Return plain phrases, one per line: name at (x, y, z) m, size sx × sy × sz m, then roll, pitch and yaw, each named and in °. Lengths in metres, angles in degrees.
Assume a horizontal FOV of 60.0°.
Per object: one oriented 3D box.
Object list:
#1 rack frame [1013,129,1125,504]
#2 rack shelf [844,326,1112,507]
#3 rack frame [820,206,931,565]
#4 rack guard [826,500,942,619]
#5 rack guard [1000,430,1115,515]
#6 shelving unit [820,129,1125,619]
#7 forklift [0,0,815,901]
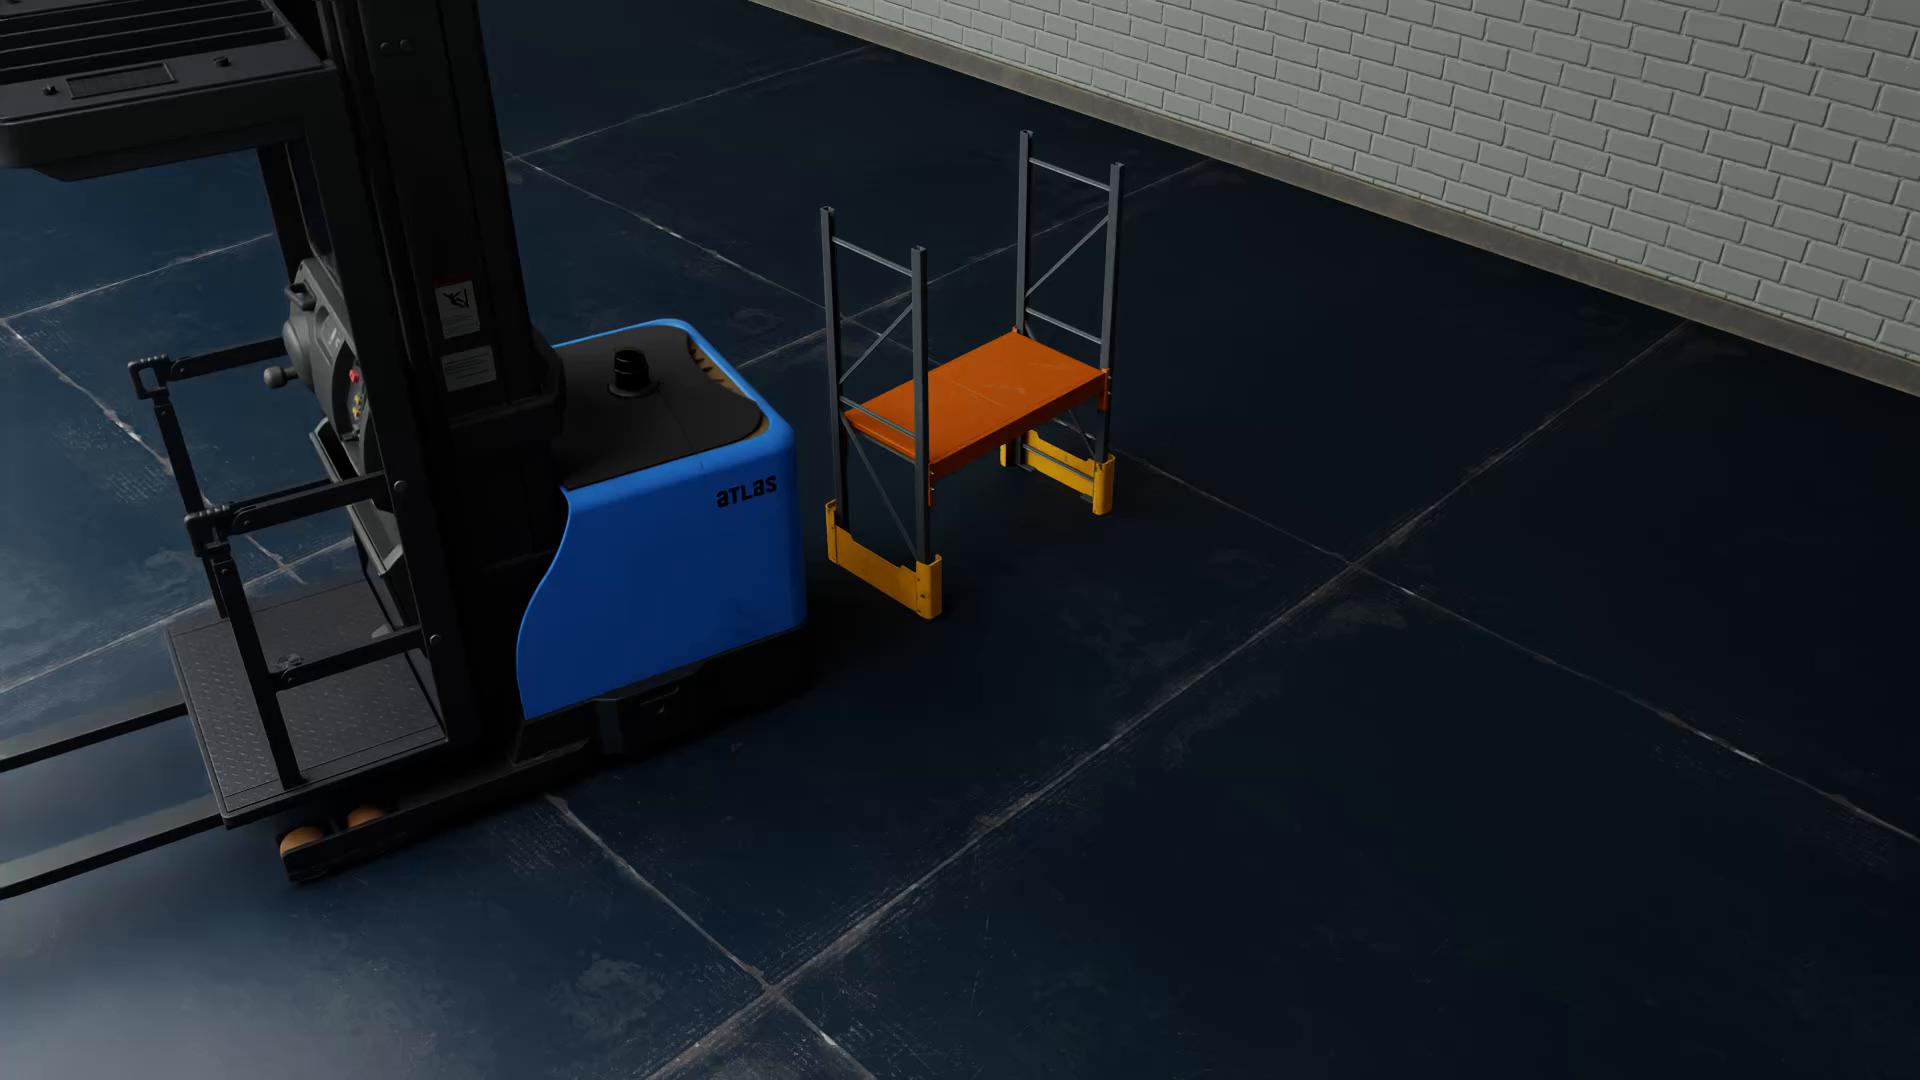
rack frame at (0.418, -0.856, 6.667) m, size 0.500 × 1.500 × 0.032 m, roll 30°, pitch 45°, yaw 35°
rack shelf at (0.060, -0.502, 6.474) m, size 0.538 × 0.185 × 1.000 m, roll 30°, pitch 45°, yaw 35°
rack frame at (-0.298, -0.443, 6.075) m, size 0.500 × 1.500 × 0.032 m, roll 30°, pitch 45°, yaw 35°
rack guard at (-0.297, 0.069, 6.433) m, size 0.587 × 0.250 × 0.087 m, roll 30°, pitch 45°, yaw 35°
rack guard at (0.405, -0.336, 7.013) m, size 0.587 × 0.250 × 0.087 m, roll 30°, pitch 45°, yaw 35°
shelving unit at (0.054, -0.646, 6.365) m, size 0.587 × 1.500 × 1.083 m, roll 30°, pitch 45°, yaw 35°
forklift at (-2.052, -0.484, 4.882) m, size 3.031 × 2.935 × 1.130 m, roll -19°, pitch 39°, yaw -25°
